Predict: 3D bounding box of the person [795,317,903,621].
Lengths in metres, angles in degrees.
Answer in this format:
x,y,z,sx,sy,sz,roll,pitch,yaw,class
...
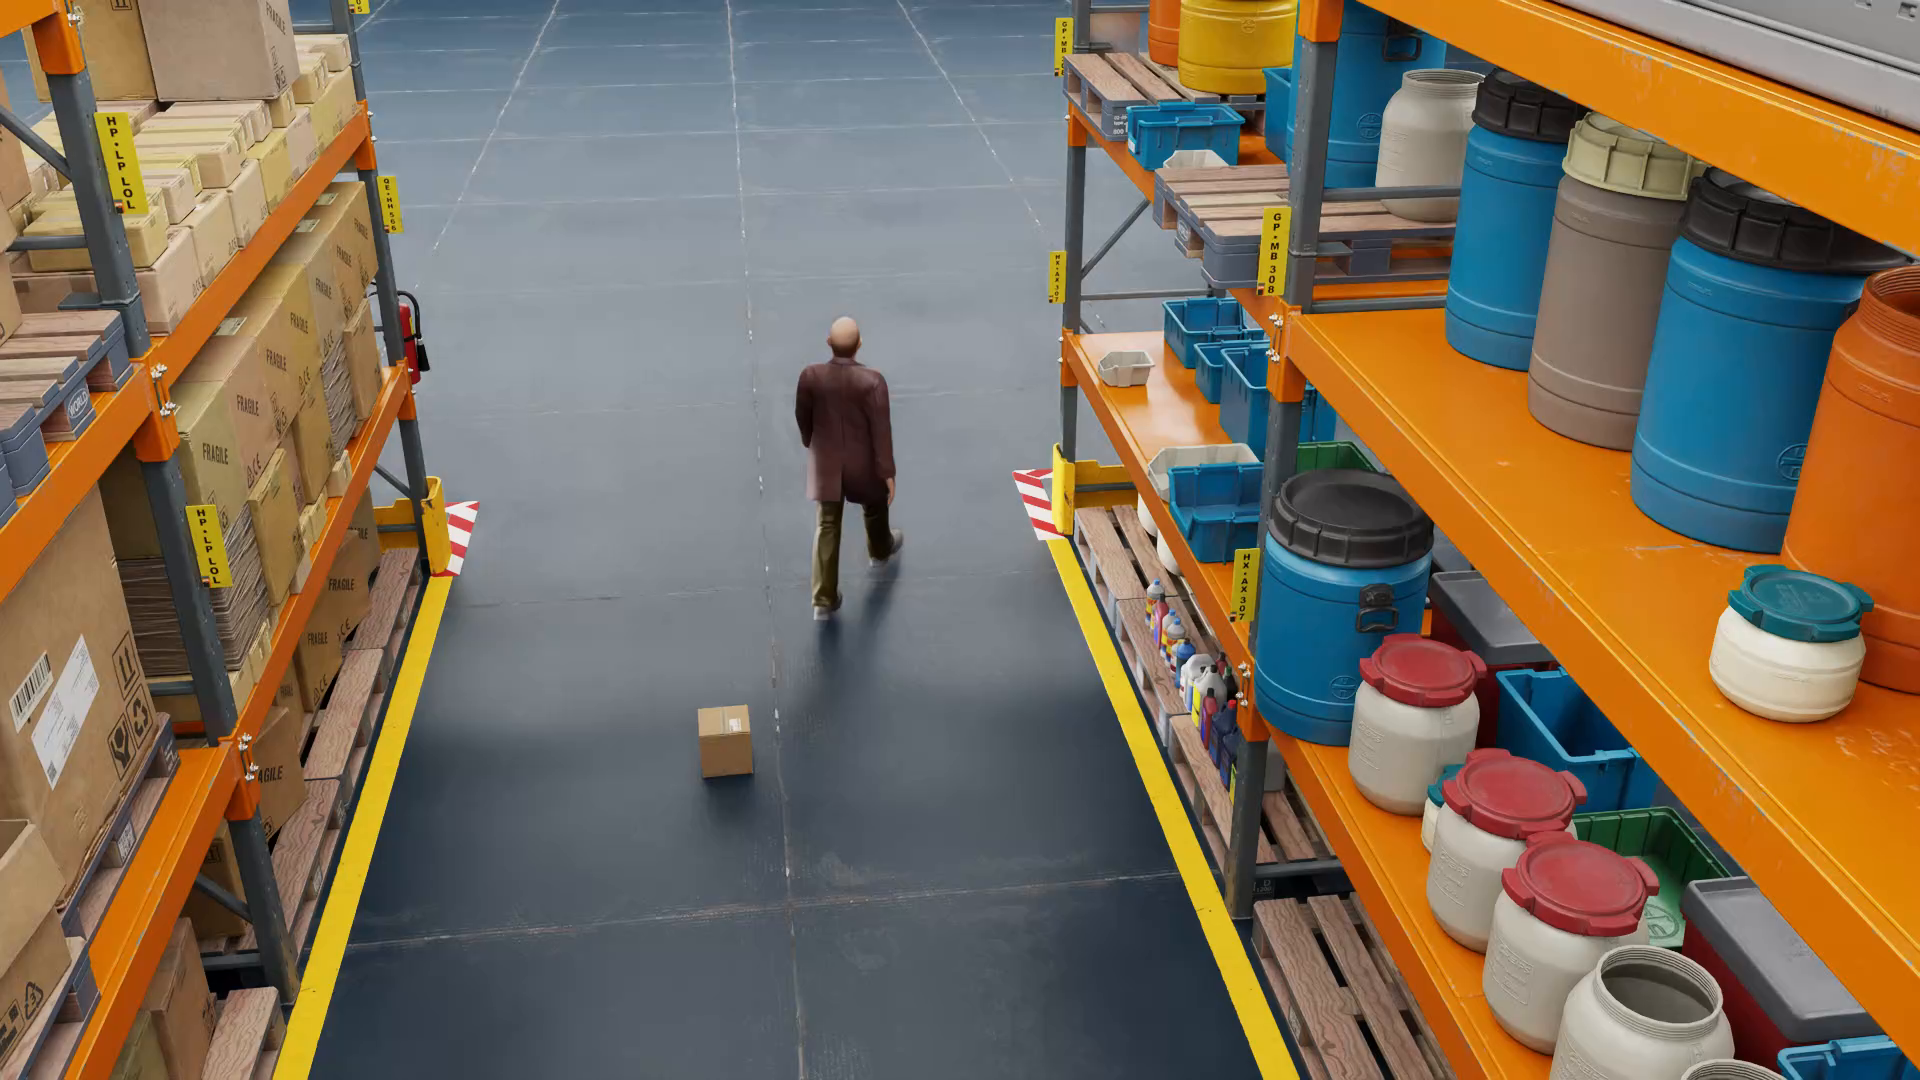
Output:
x,y,z,sx,sy,sz,roll,pitch,yaw,class
-0.637,-0.498,9.604,0.613,1.712,1.148,3,27,6,person
